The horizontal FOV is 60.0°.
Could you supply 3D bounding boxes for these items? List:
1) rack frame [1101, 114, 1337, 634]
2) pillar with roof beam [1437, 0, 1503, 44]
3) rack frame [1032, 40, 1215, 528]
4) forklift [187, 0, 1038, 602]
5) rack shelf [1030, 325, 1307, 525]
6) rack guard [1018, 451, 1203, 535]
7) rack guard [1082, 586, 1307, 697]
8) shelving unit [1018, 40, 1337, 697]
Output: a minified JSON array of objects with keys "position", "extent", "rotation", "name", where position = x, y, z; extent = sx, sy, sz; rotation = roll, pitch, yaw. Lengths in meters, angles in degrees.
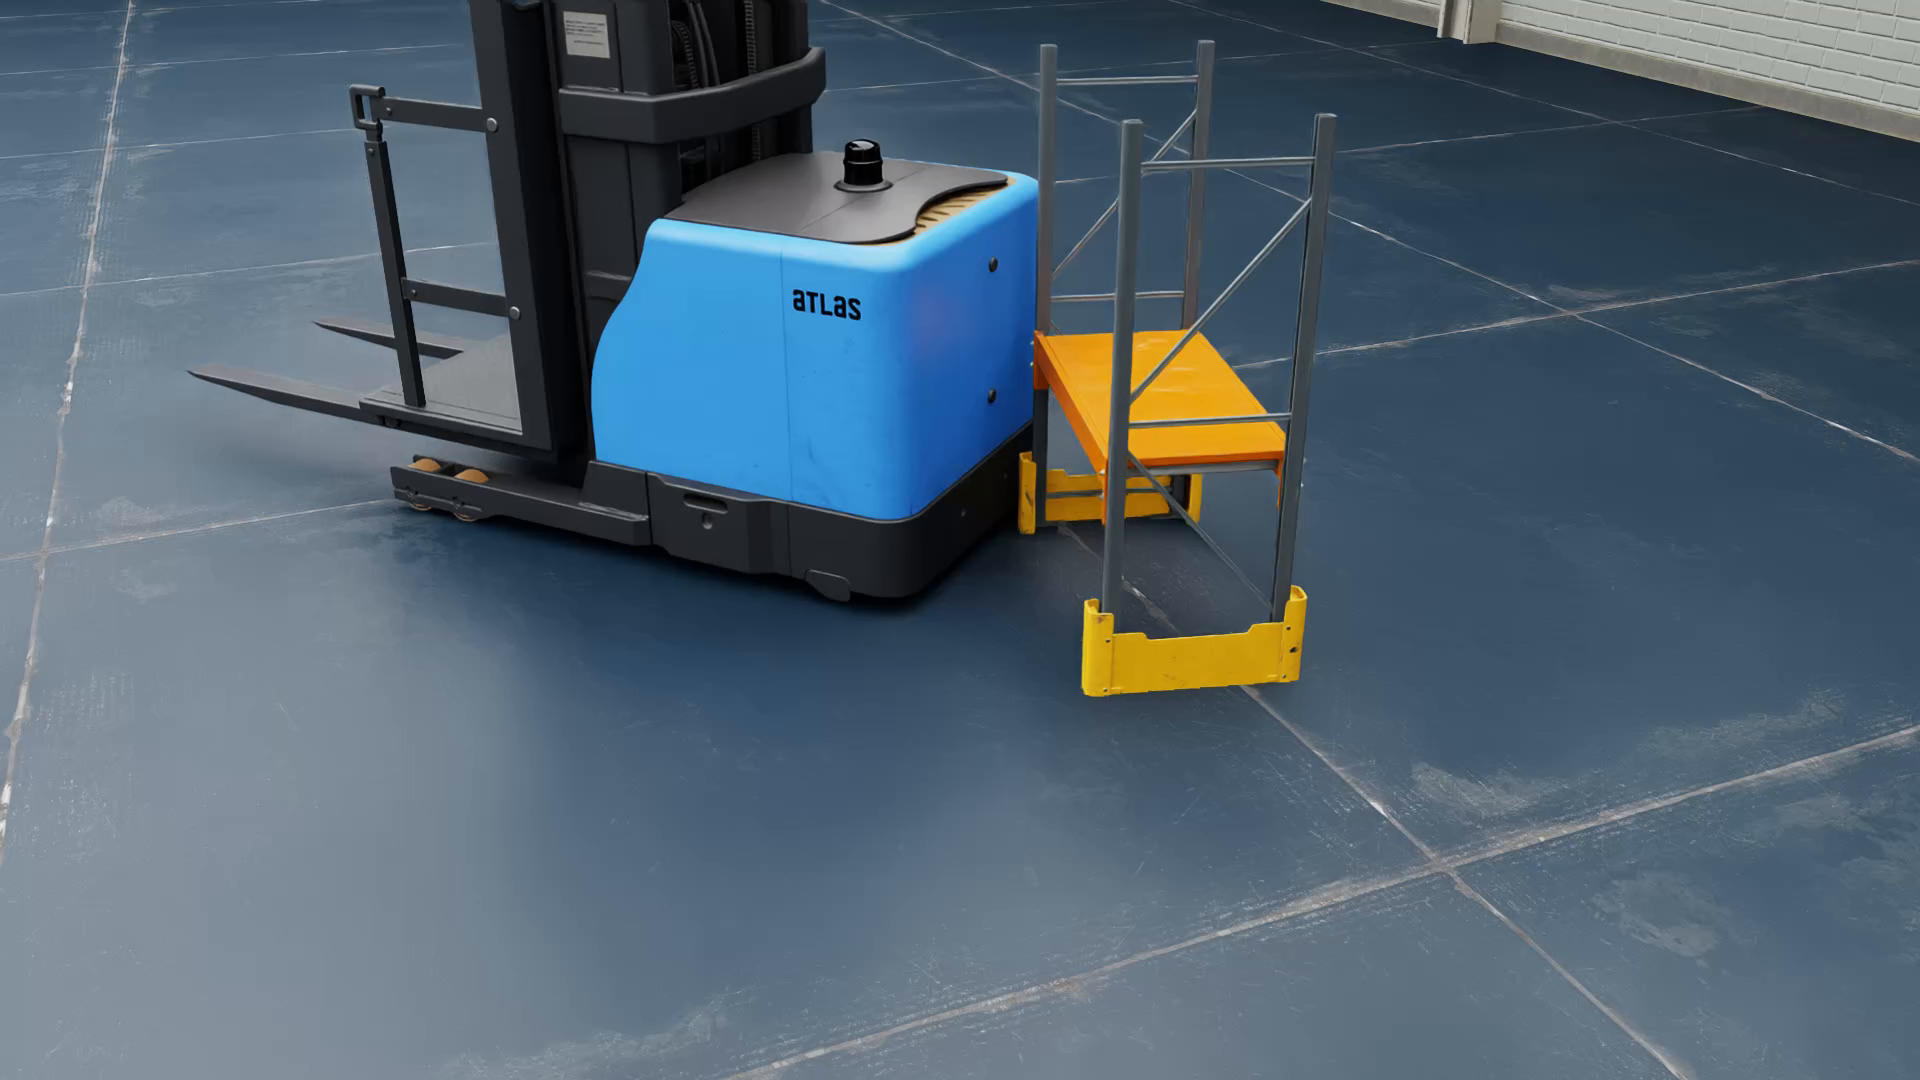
[{"position":[0.620,-0.293,4.140],"extent":[0.500,1.500,0.032],"rotation":[-4,26,-7],"name":"rack frame"},{"position":[0.217,-7.435,10.221],"extent":[9.100,9.000,0.400],"rotation":[-11,28,-21],"name":"pillar with roof beam"},{"position":[0.477,-0.734,5.044],"extent":[0.500,1.500,0.032],"rotation":[-4,26,-7],"name":"rack frame"},{"position":[-1.284,-1.569,5.123],"extent":[3.031,2.935,1.130],"rotation":[12,29,23],"name":"forklift"},{"position":[0.548,-0.352,4.671],"extent":[0.538,0.185,1.000],"rotation":[-4,26,-7],"name":"rack shelf"},{"position":[0.480,-0.164,5.301],"extent":[0.587,0.250,0.087],"rotation":[-4,26,-7],"name":"rack guard"},{"position":[0.619,0.268,4.415],"extent":[0.587,0.250,0.087],"rotation":[-4,26,-7],"name":"rack guard"},{"position":[0.550,-0.509,4.584],"extent":[0.587,1.500,1.083],"rotation":[-4,26,-7],"name":"shelving unit"}]
